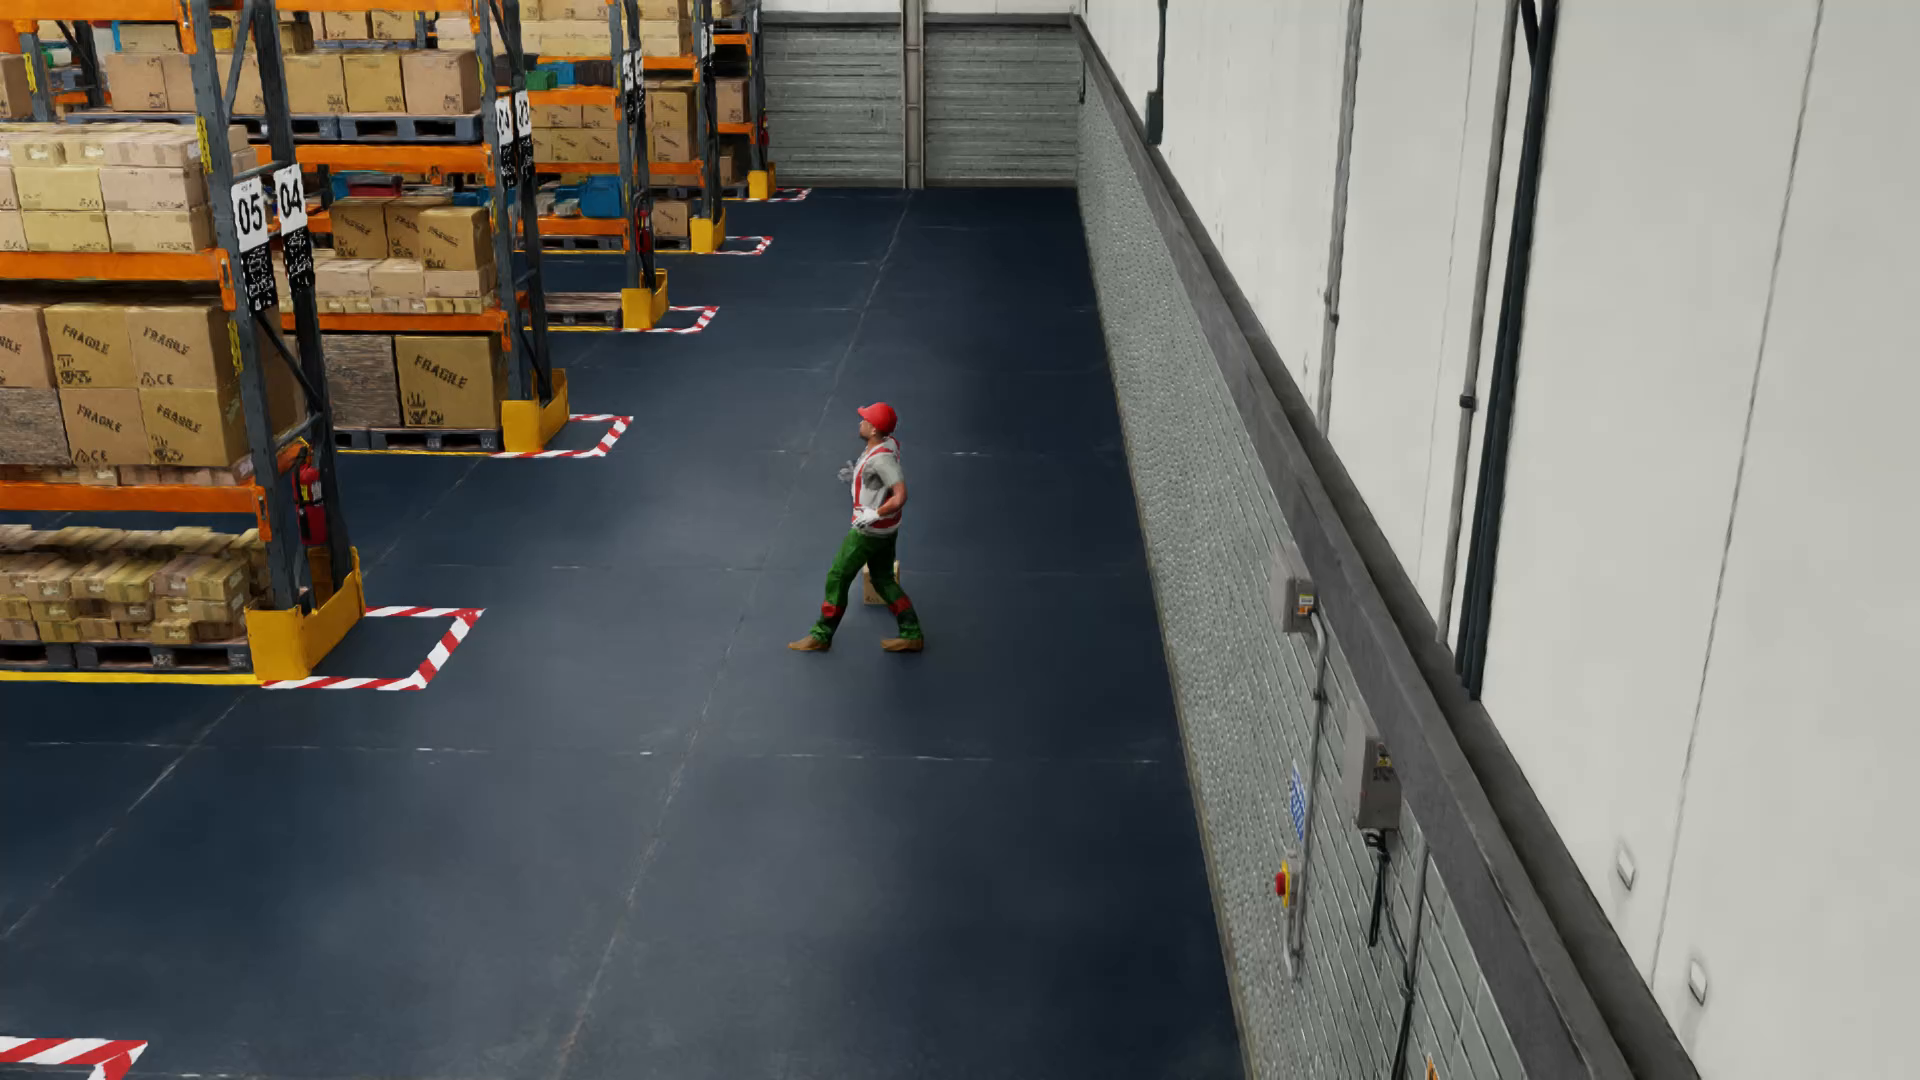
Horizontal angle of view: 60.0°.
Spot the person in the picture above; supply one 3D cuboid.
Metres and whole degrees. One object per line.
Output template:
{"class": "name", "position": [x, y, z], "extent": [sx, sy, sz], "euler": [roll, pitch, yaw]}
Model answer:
{"class": "person", "position": [-0.667, -0.110, 11.248], "extent": [0.924, 1.729, 0.667], "euler": [5, 21, 13]}
